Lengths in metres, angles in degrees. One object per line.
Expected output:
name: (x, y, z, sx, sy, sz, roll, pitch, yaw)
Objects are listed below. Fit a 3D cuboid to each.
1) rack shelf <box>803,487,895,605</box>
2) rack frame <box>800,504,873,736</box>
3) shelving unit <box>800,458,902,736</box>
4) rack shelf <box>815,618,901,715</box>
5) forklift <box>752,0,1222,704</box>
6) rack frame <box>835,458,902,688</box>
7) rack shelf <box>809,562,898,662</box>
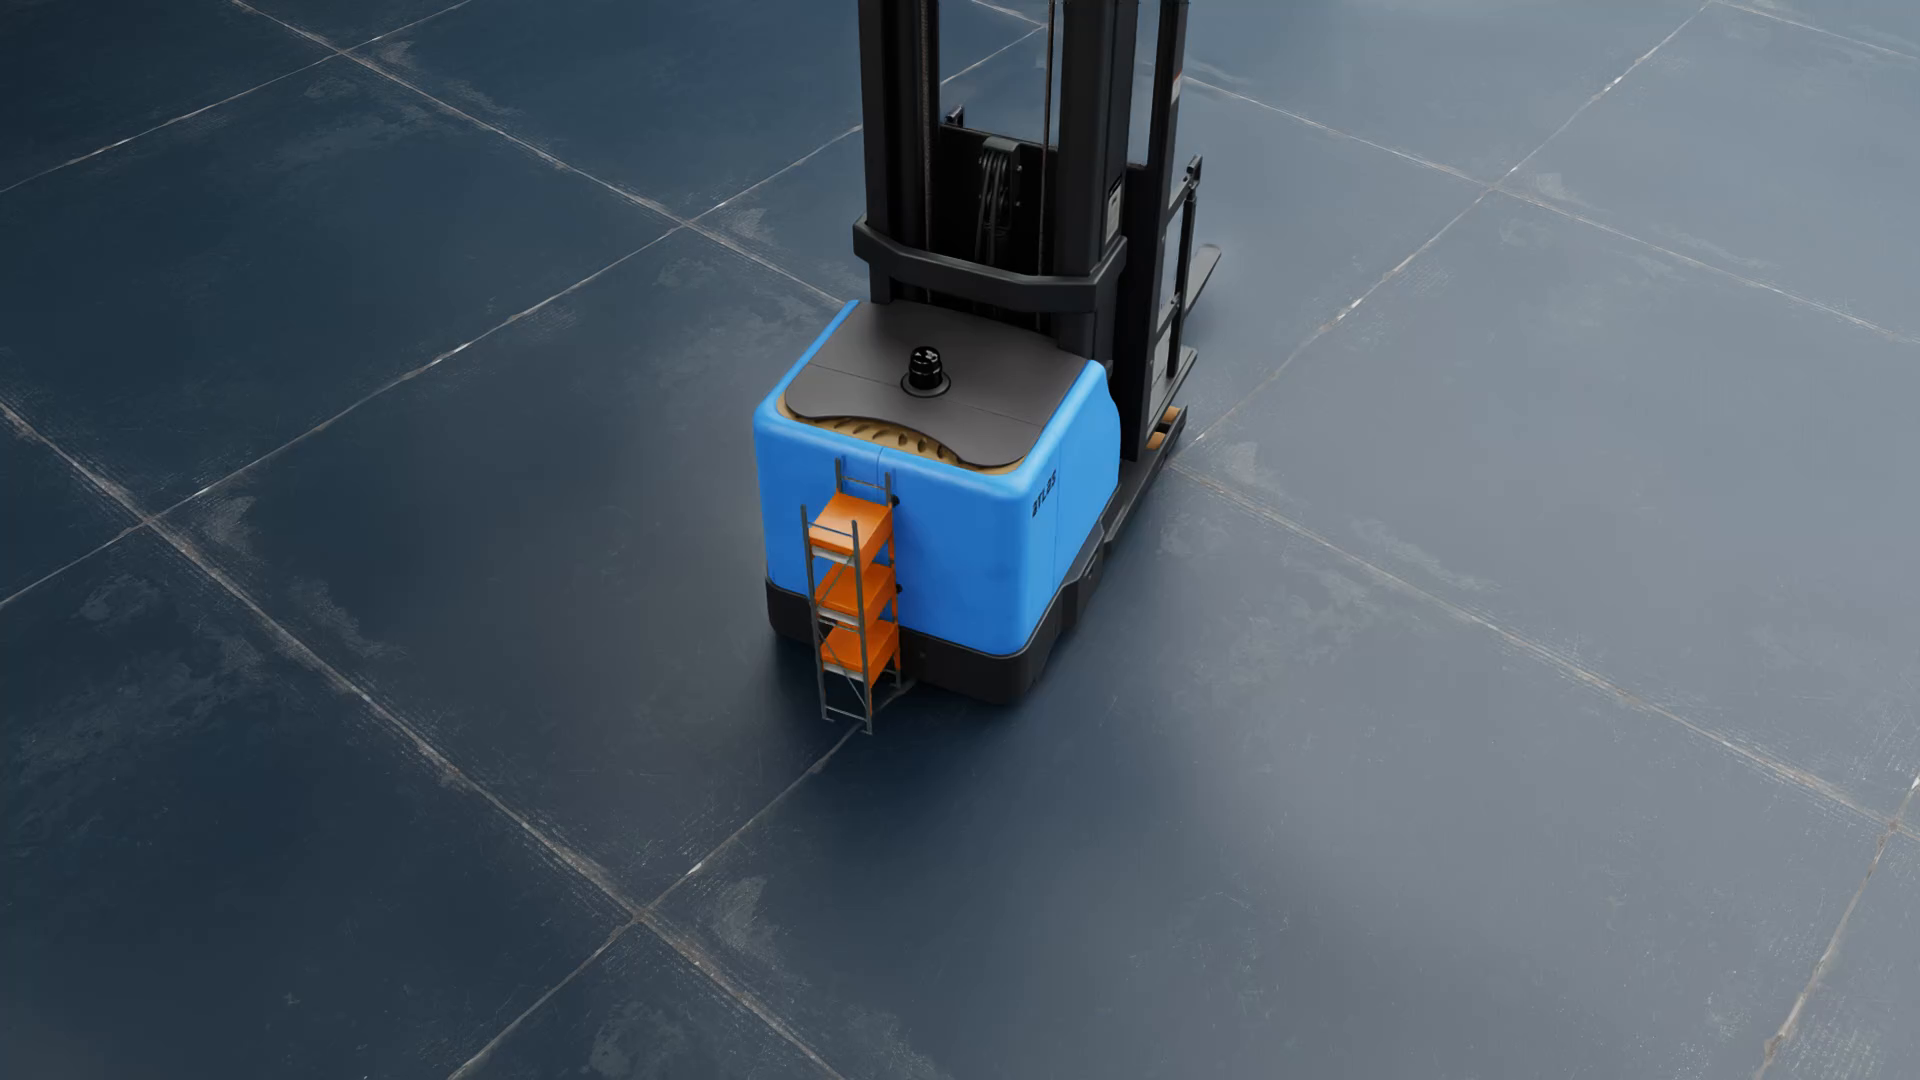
rack shelf: (-0.366, 0.019, 5.538, 0.215, 0.259, 0.240, 16, 46, 17)
rack frame: (-0.412, 0.294, 5.646, 0.200, 1.050, 0.008, 16, 46, 17)
shelving unit: (-0.363, 0.216, 5.727, 0.215, 1.050, 0.252, 16, 46, 17)
rack shelf: (-0.360, 0.425, 5.926, 0.215, 0.259, 0.240, 16, 46, 17)
forklift: (0.334, -1.490, 6.210, 1.130, 2.935, 3.031, 17, 45, 17)
rack frame: (-0.314, 0.139, 5.807, 0.200, 1.050, 0.008, 16, 46, 17)
rack shelf: (-0.363, 0.224, 5.734, 0.215, 0.259, 0.240, 16, 46, 17)
